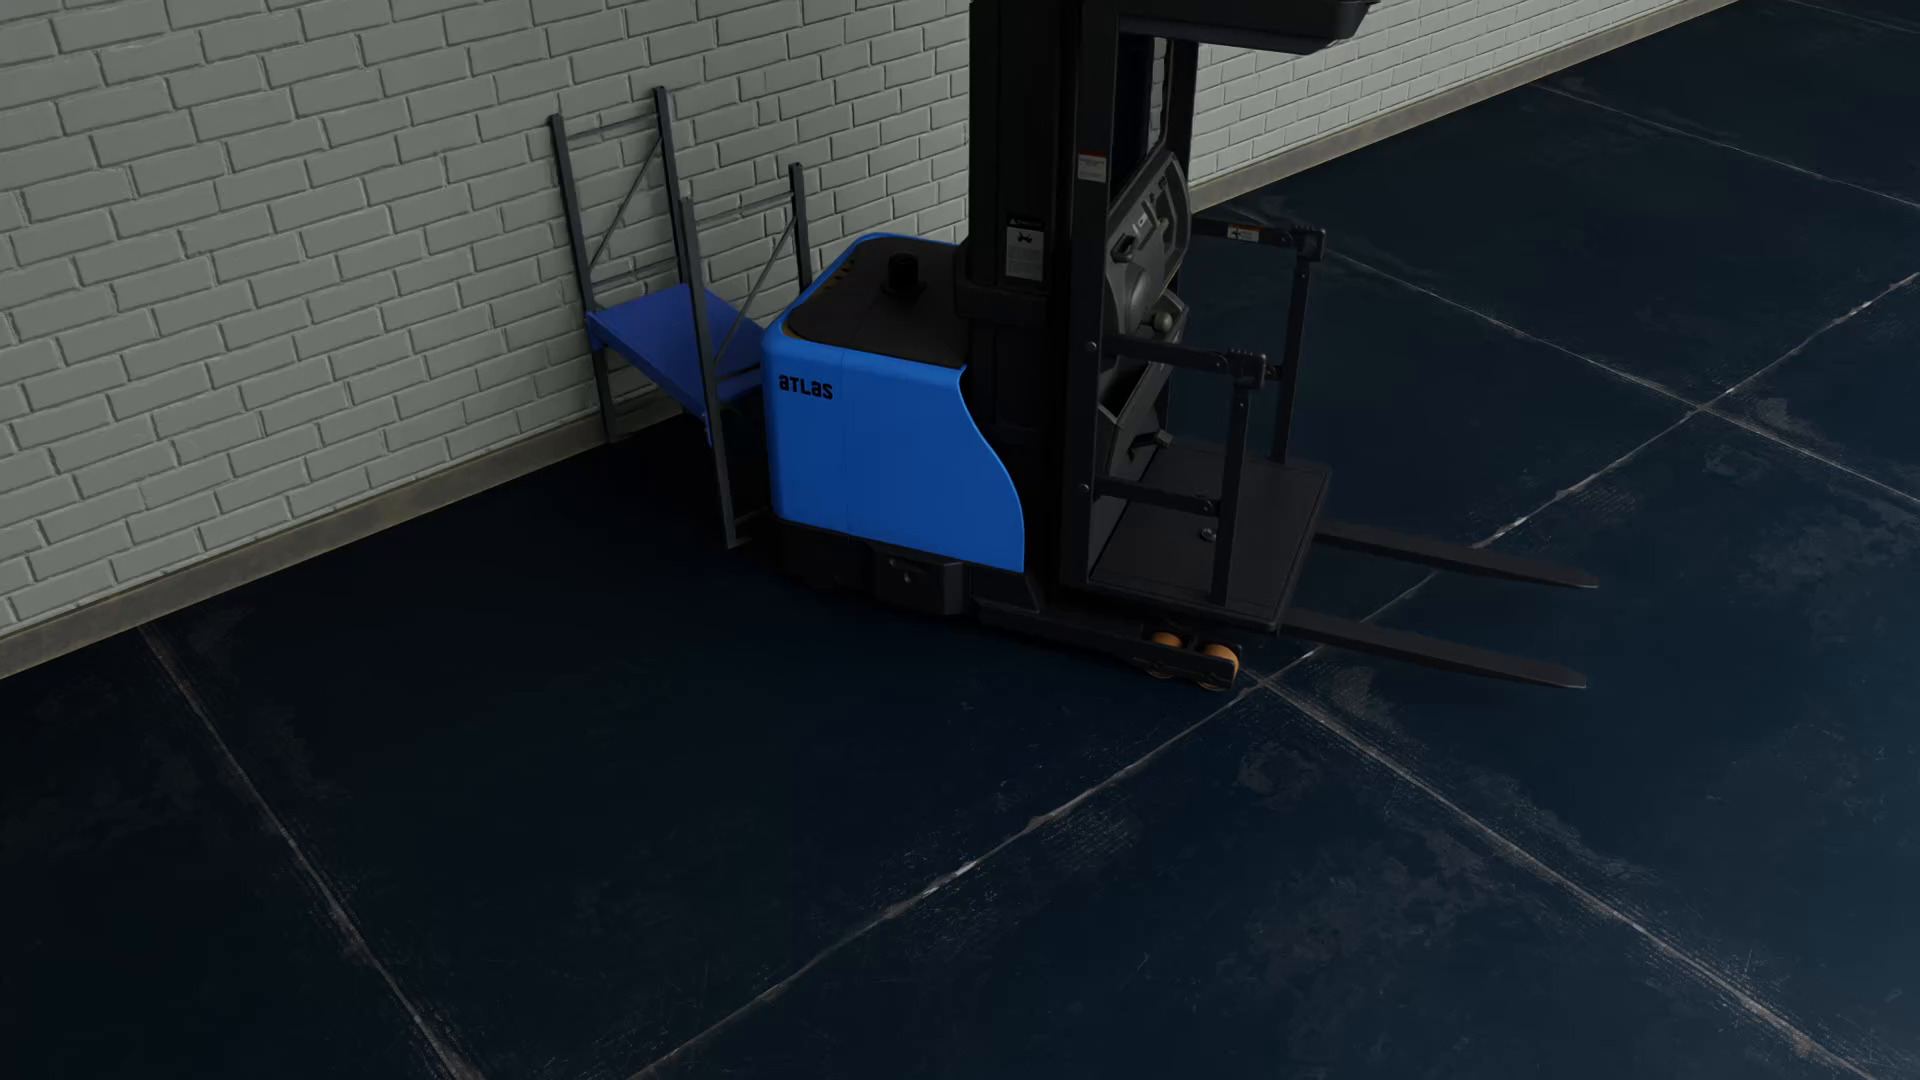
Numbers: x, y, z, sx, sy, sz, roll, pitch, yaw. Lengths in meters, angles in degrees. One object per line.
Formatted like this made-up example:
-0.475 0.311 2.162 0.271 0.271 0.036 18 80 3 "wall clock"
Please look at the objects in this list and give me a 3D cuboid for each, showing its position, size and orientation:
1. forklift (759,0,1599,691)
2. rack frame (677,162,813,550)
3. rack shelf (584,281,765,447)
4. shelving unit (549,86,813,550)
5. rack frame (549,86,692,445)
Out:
0.833 -1.003 5.630 3.031 2.935 1.130 12 37 17 "forklift"
-0.760 -0.669 6.360 0.500 1.500 0.032 -25 42 -29 "rack frame"
-1.062 -0.753 6.799 0.538 0.185 1.000 -25 42 -29 "rack shelf"
-1.067 -0.899 6.694 0.538 1.500 1.048 -25 42 -29 "shelving unit"
-1.373 -1.129 7.027 0.500 1.500 0.032 -25 42 -29 "rack frame"
